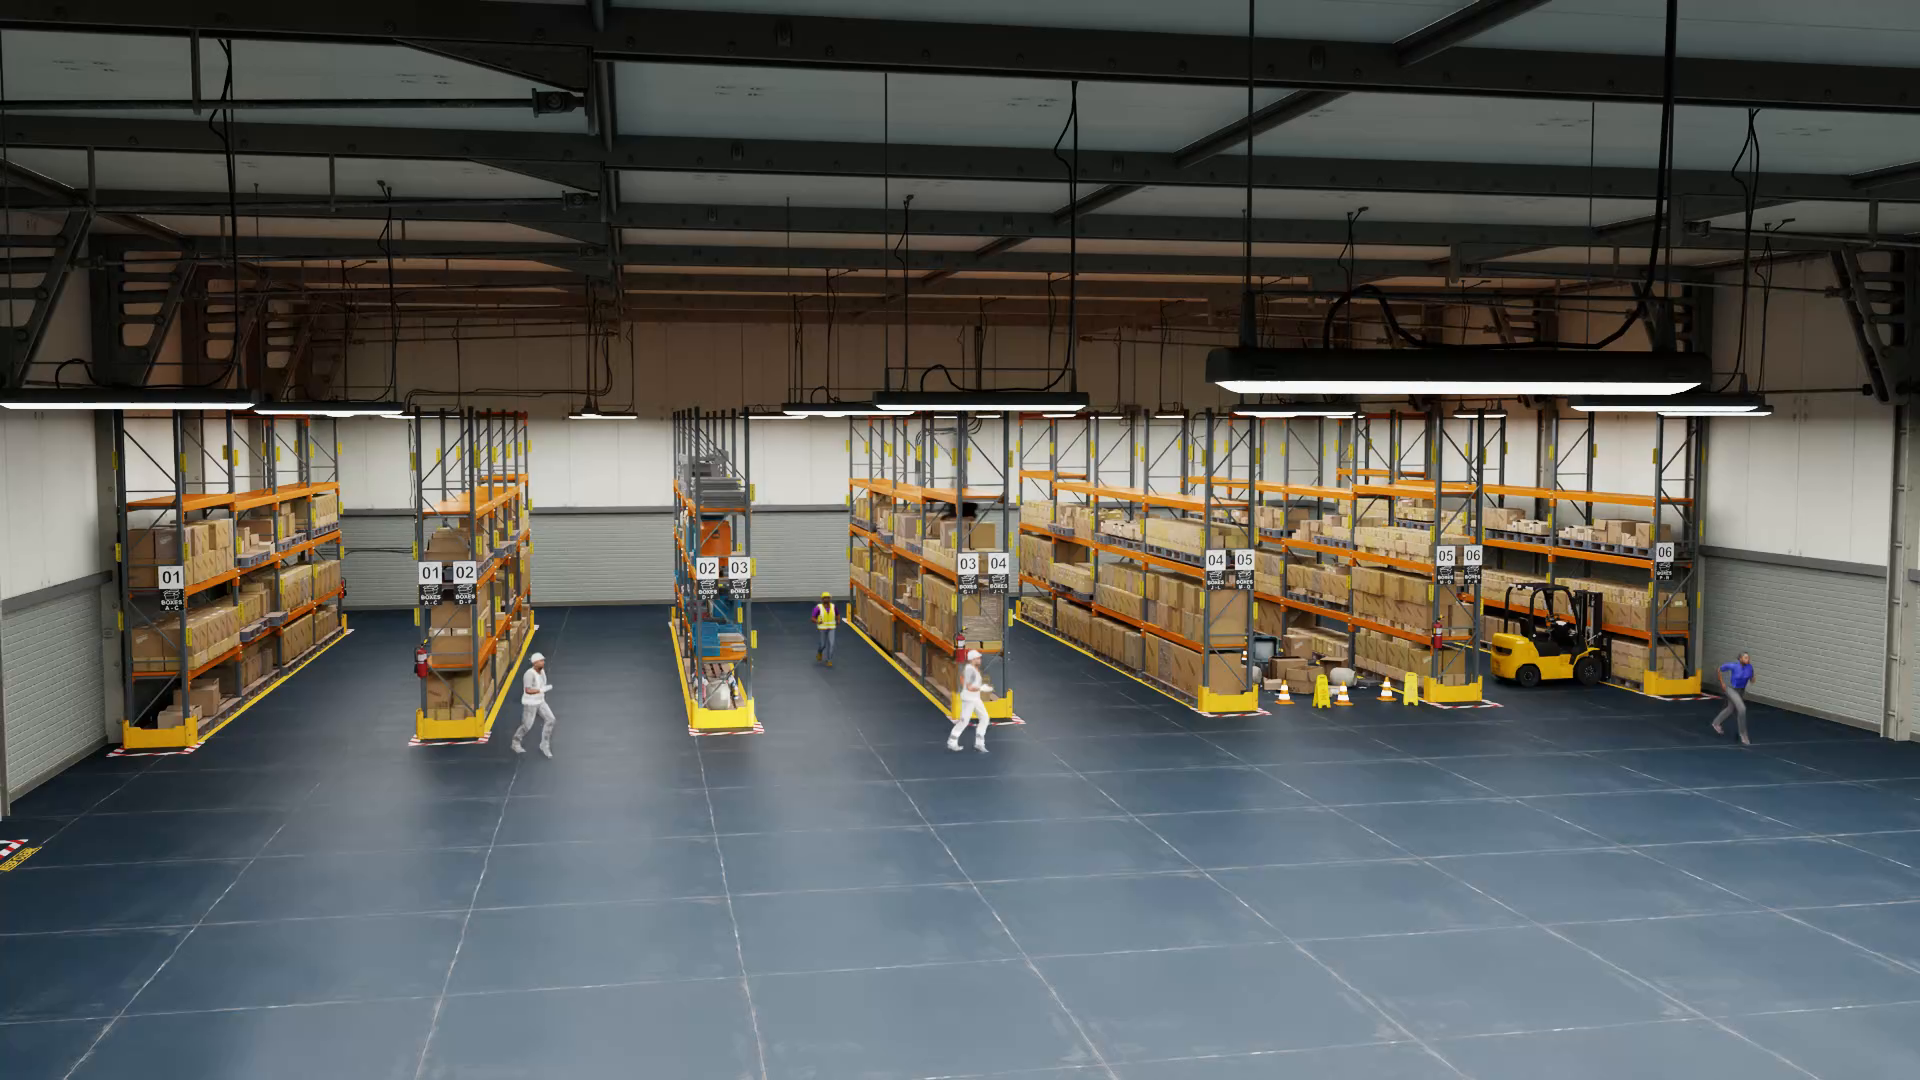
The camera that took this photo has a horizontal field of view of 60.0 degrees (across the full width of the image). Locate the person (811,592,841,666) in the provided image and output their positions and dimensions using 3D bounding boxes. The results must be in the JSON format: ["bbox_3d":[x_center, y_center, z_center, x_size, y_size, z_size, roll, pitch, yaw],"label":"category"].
[{"bbox_3d":[-3.132,2.087,39.025,0.710,1.733,0.791,-1,4,-18],"label":"person"}]

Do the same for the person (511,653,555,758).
[{"bbox_3d":[-7.296,2.822,28.385,0.863,1.813,0.708,1,4,15],"label":"person"}]

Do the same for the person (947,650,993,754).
[{"bbox_3d":[0.184,2.799,28.605,0.835,1.831,0.588,1,4,18],"label":"person"}]

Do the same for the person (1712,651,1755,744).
[{"bbox_3d":[13.924,2.795,29.942,0.569,1.666,0.918,-2,4,-21],"label":"person"}]
